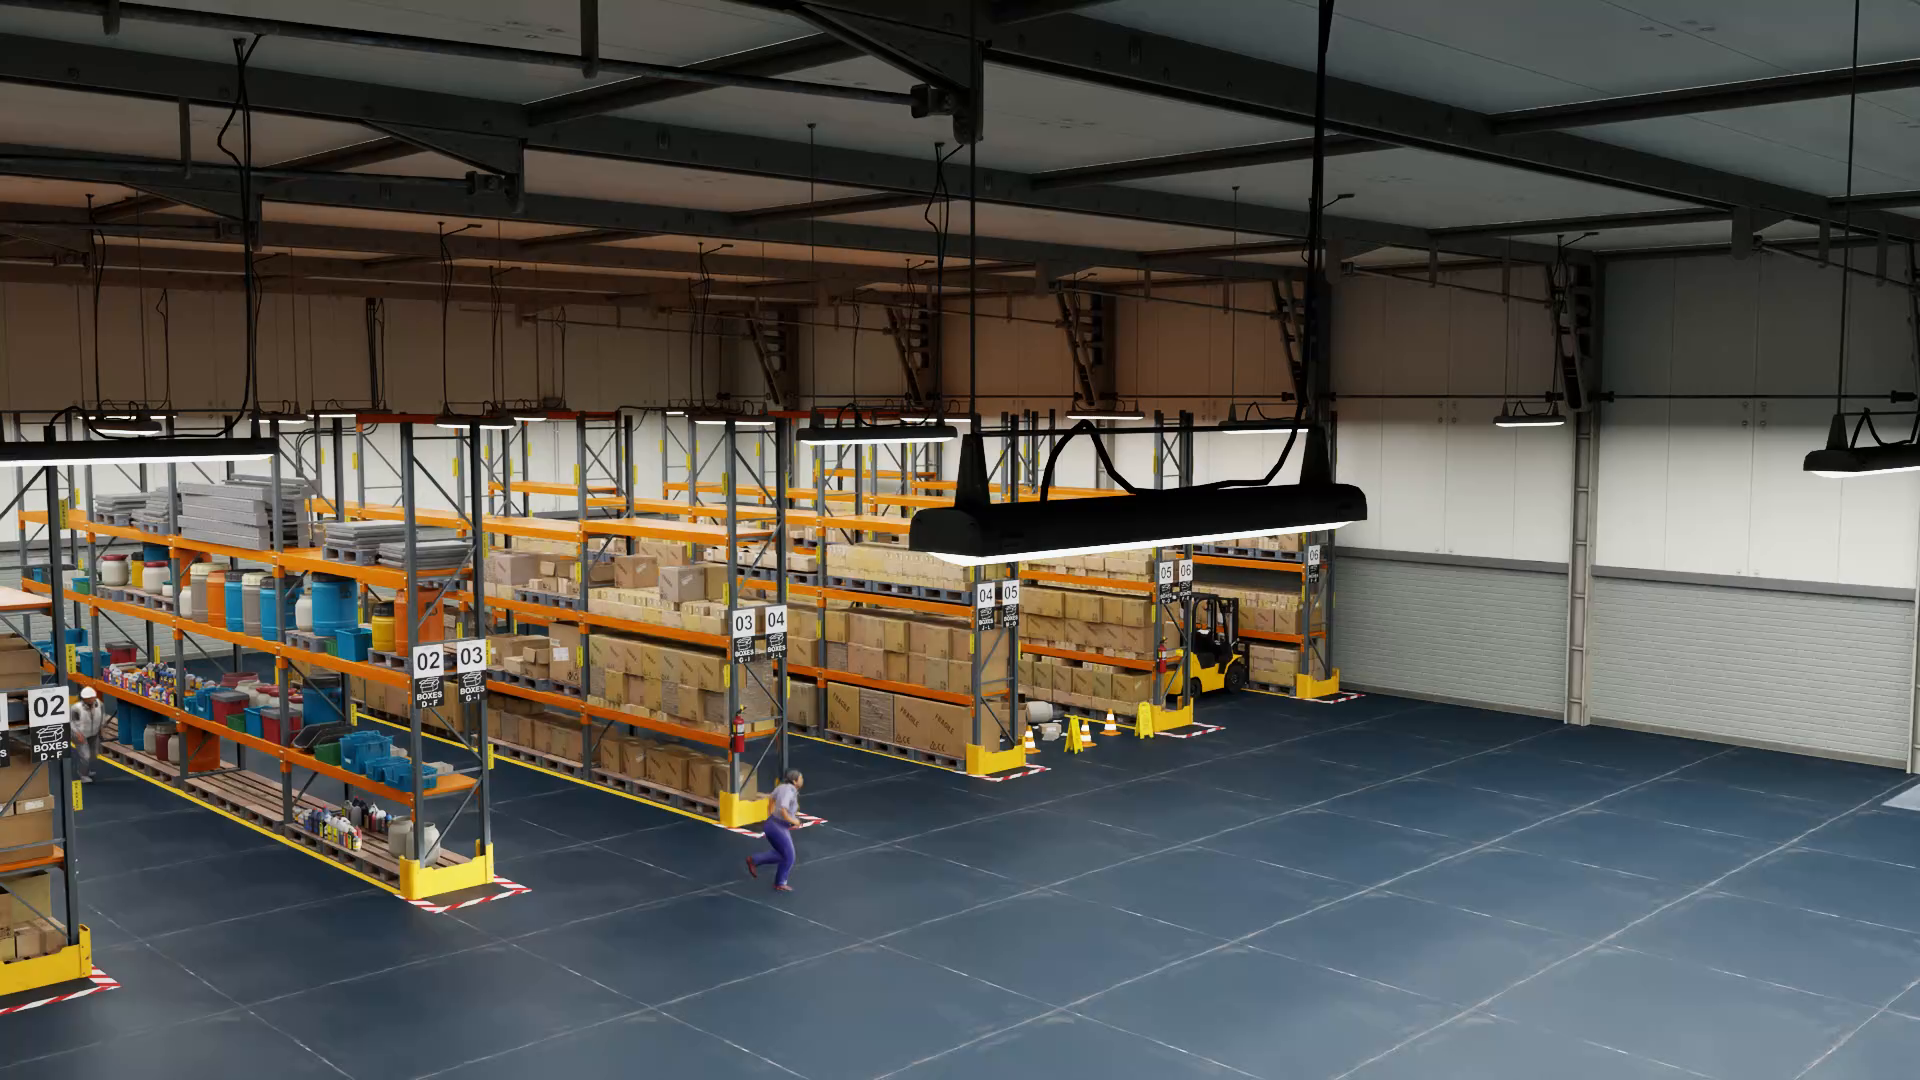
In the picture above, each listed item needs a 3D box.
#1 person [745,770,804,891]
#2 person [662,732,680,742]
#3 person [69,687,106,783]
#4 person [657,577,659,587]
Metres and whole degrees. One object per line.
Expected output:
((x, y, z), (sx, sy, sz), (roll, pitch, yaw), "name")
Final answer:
((-2.354, 3.728, 21.228), (0.732, 1.594, 0.598), (-1, 5, -9), "person")
((-5.149, 2.974, 30.346), (0.742, 1.478, 0.598), (2, 5, 20), "person")
((-14.290, 3.162, 27.193), (0.912, 1.629, 0.689), (3, 6, 28), "person")
((-8.103, 1.515, 45.710), (0.588, 1.674, 0.839), (4, 6, 35), "person")
